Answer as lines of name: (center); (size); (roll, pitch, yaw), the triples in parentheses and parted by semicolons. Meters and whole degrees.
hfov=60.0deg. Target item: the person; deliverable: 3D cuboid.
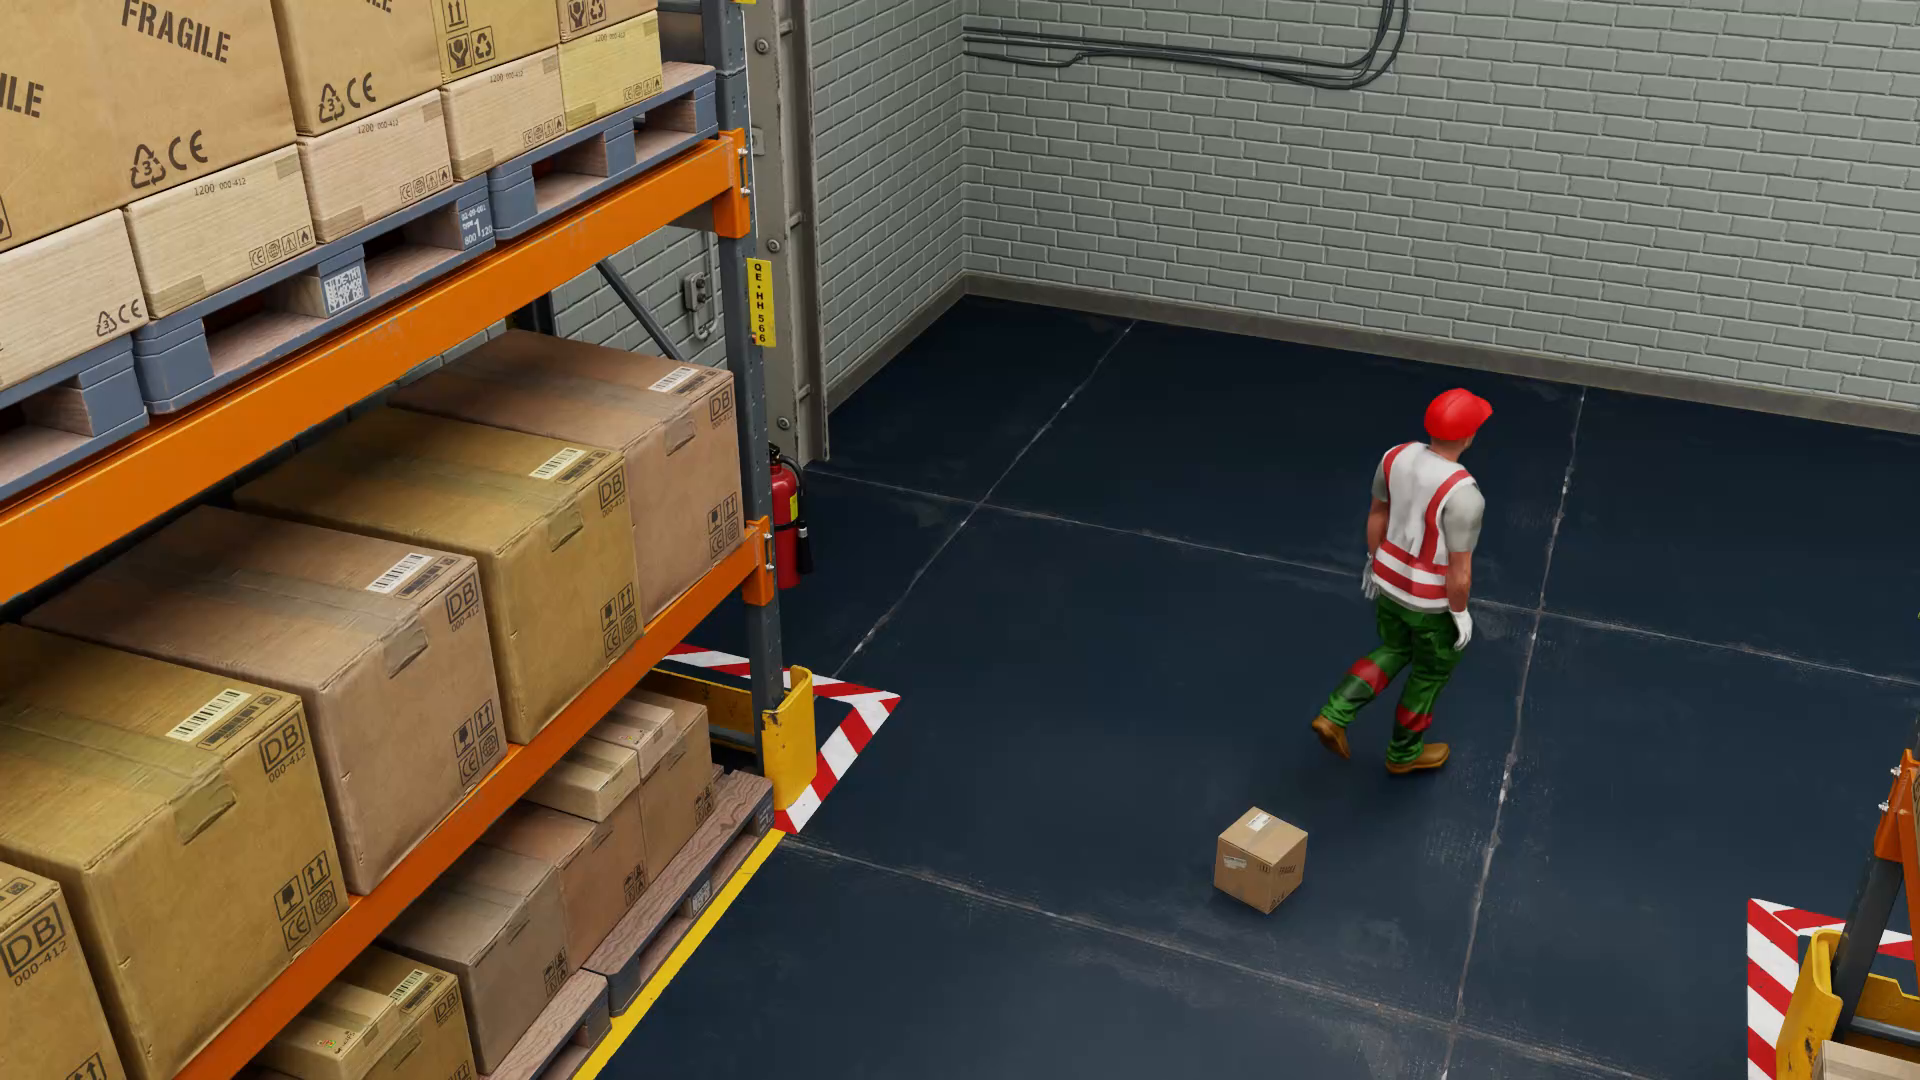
person: (1.793, 0.209, 6.686); (0.647, 1.779, 0.548); (-14, 32, -24)
